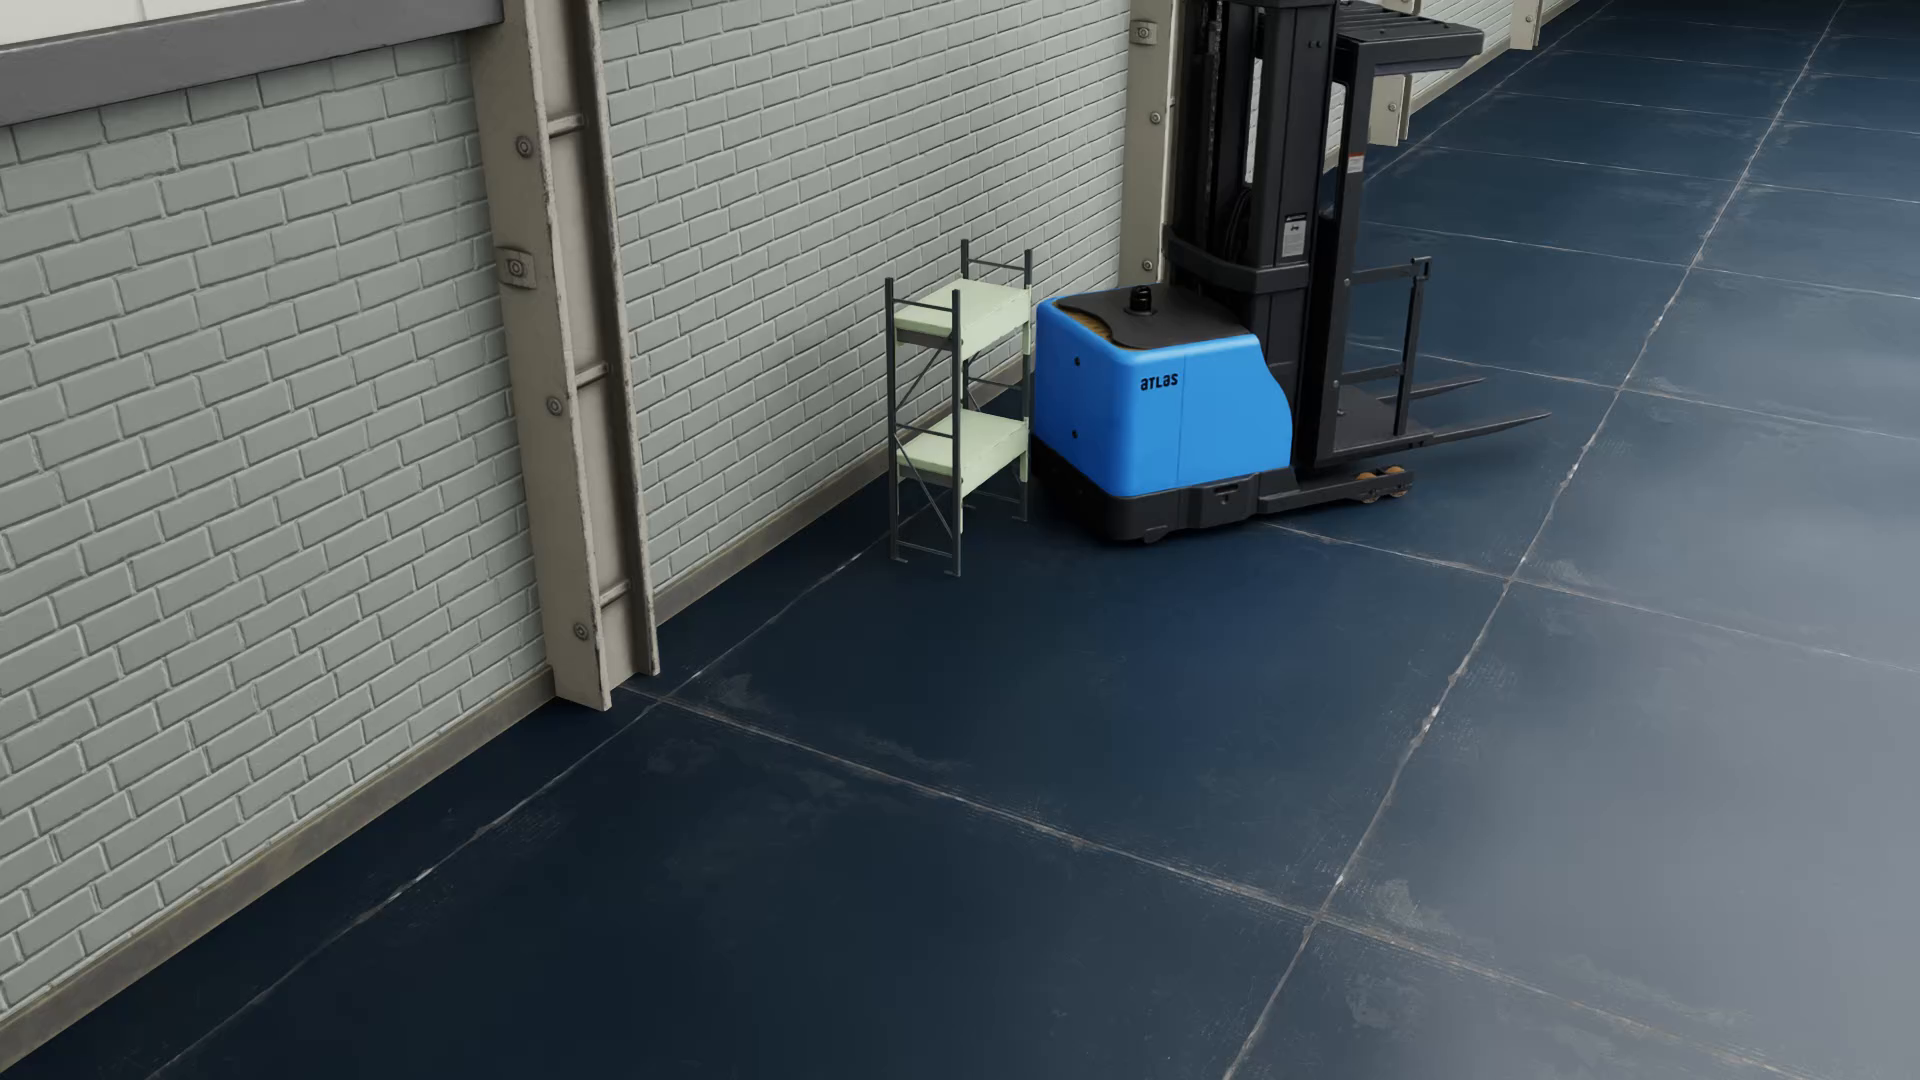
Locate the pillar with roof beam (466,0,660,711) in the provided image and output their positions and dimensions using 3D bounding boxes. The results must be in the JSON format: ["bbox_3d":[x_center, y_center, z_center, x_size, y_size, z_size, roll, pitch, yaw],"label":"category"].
[{"bbox_3d":[2.158,-2.438,3.568,9.100,9.000,0.400,14,30,26],"label":"pillar with roof beam"}]

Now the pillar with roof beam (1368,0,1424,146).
[{"bbox_3d":[8.062,-7.115,12.910,9.100,9.000,0.400,14,30,26],"label":"pillar with roof beam"}]

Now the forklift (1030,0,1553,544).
[{"bbox_3d":[1.958,-1.717,8.905,3.031,2.935,1.130,-11,29,-21],"label":"forklift"}]

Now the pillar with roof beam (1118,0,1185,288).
[{"bbox_3d":[5.110,-4.777,8.239,9.100,9.000,0.400,14,30,26],"label":"pillar with roof beam"}]

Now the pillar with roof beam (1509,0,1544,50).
[{"bbox_3d":[11.013,-9.453,17.581,9.100,9.000,0.400,14,30,26],"label":"pillar with roof beam"}]

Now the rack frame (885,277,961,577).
[{"bbox_3d":[-0.177,-0.531,8.135,0.400,1.500,0.023,14,30,26],"label":"rack frame"}]

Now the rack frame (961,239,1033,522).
[{"bbox_3d":[0.183,-0.816,8.704,0.400,1.500,0.023,14,30,26],"label":"rack frame"}]

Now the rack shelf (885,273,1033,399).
[{"bbox_3d":[0.003,-1.022,8.245,0.431,0.370,0.720,14,30,26],"label":"rack shelf"}]

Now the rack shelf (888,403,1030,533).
[{"bbox_3d":[0.003,-0.382,8.565,0.431,0.370,0.720,14,30,26],"label":"rack shelf"}]

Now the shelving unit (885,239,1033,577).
[{"bbox_3d":[0.003,-0.673,8.419,0.431,1.500,0.755,14,30,26],"label":"shelving unit"}]
